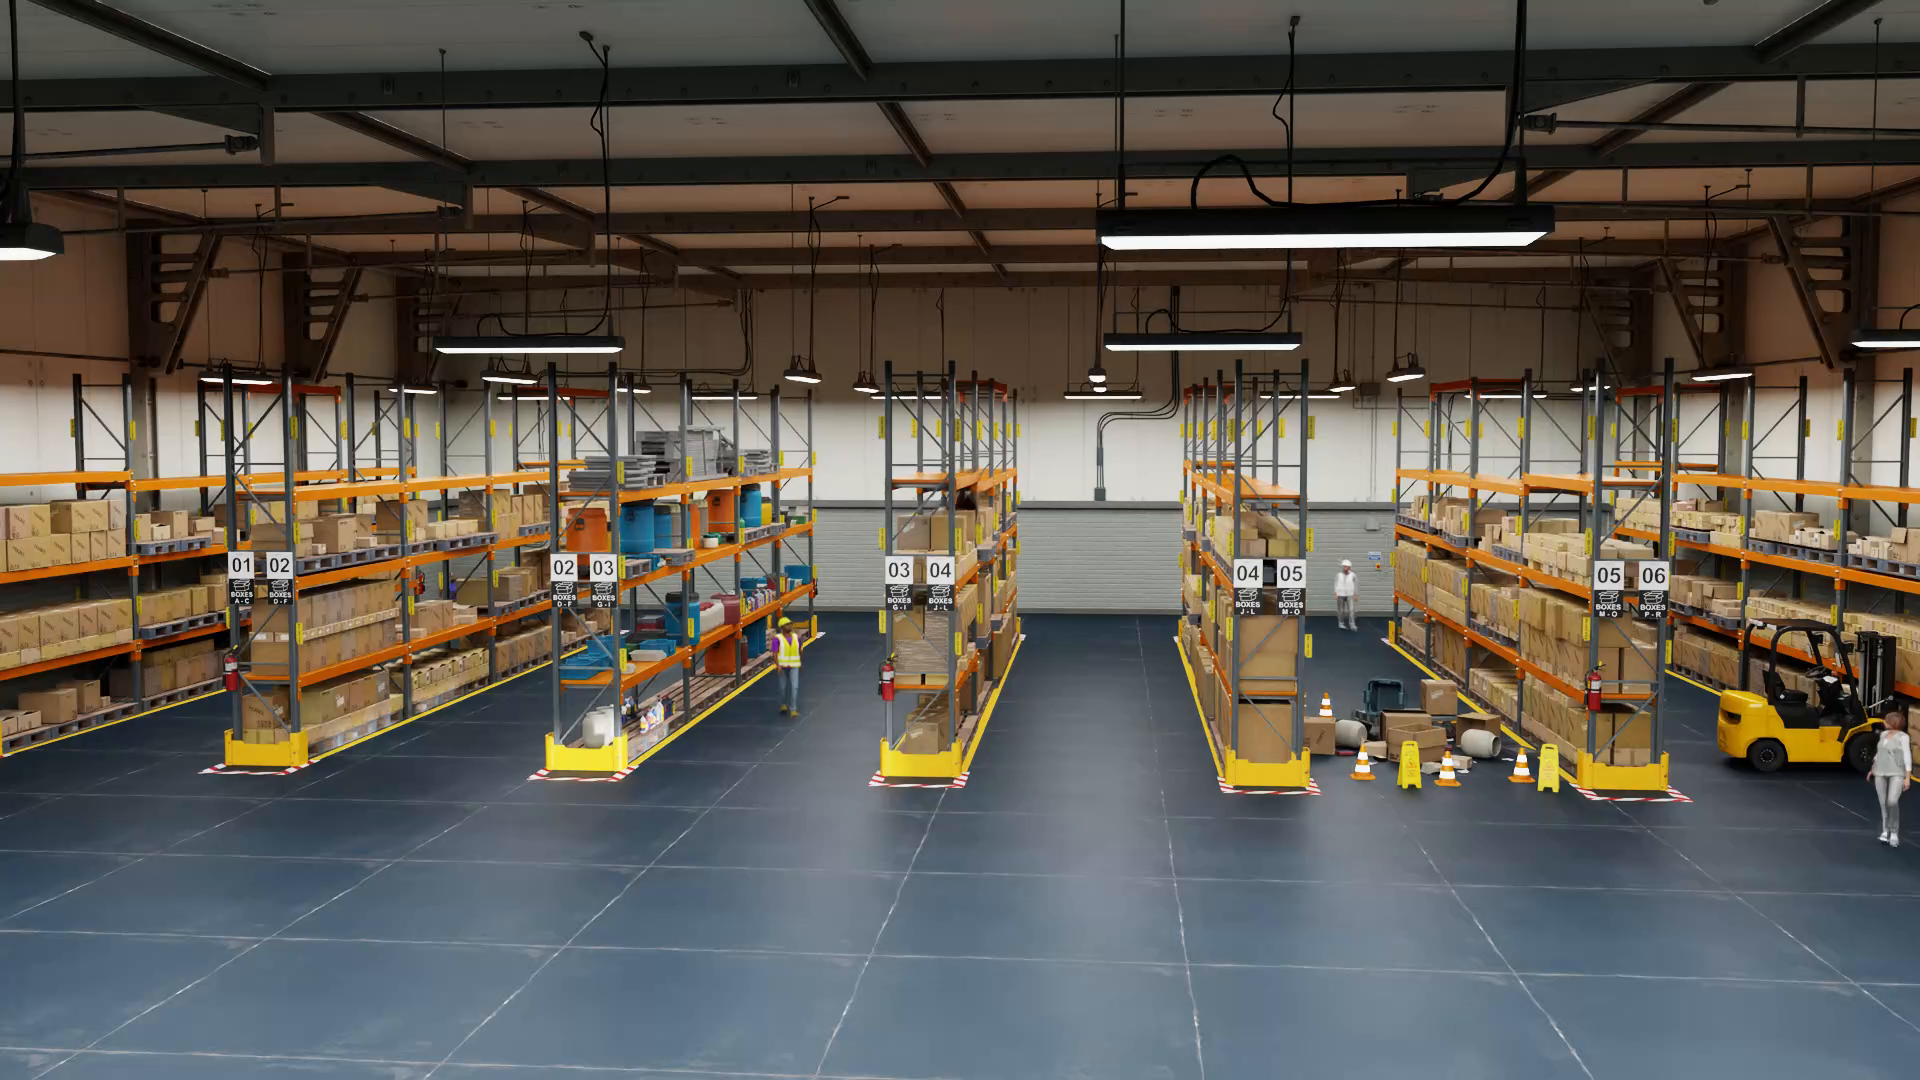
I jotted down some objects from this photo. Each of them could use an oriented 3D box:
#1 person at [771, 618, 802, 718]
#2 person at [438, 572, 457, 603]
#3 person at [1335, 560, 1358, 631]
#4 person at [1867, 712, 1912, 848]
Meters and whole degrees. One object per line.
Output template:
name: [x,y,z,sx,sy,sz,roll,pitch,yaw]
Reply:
person: [-3.029,2.227,29.123,0.538,1.717,0.999,0,4,-7]
person: [-12.152,1.564,39.563,0.626,1.596,1.006,0,4,7]
person: [9.682,1.387,41.600,0.574,1.732,0.913,0,4,5]
person: [11.235,2.877,20.098,0.471,1.623,0.494,-3,5,-40]
